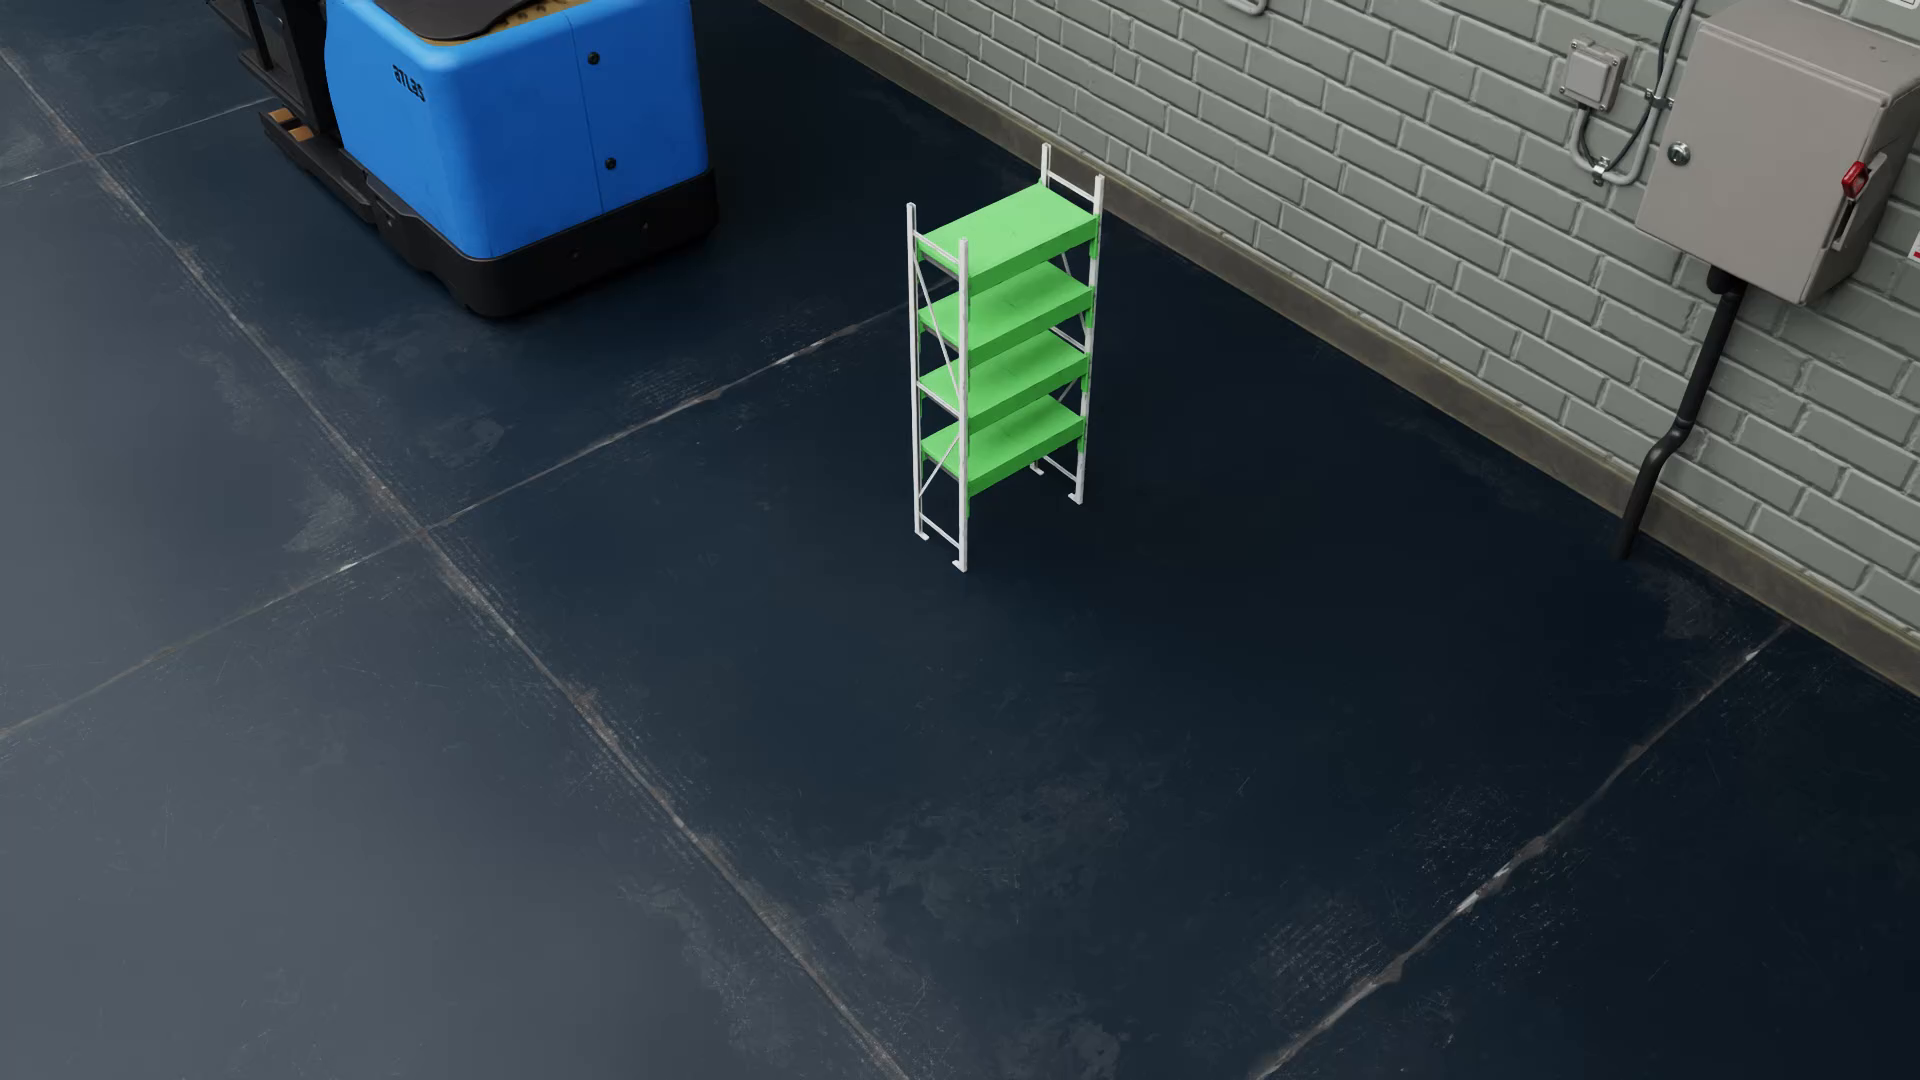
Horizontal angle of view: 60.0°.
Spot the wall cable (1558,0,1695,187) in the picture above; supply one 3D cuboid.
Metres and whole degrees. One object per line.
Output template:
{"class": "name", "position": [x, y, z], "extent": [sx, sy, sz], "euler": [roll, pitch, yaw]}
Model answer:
{"class": "wall cable", "position": [1.739, -1.819, 4.253], "extent": [0.122, 1.984, 0.588], "euler": [-30, 51, -28]}

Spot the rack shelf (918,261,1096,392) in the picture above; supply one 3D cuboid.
{"class": "rack shelf", "position": [0.127, -0.638, 4.796], "extent": [0.480, 0.148, 0.258], "euler": [-30, 51, -28]}

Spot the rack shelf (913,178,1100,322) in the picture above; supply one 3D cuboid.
{"class": "rack shelf", "position": [0.127, -0.813, 4.632], "extent": [0.480, 0.148, 0.258], "euler": [-30, 51, -28]}

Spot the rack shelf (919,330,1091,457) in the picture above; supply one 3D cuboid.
{"class": "rack shelf", "position": [0.127, -0.464, 4.960], "extent": [0.480, 0.148, 0.258], "euler": [-30, 51, -28]}

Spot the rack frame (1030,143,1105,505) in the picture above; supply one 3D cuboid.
{"class": "rack frame", "position": [0.314, -0.617, 5.031], "extent": [0.015, 1.200, 0.240], "euler": [-30, 51, -28]}

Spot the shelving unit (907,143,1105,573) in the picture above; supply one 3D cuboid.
{"class": "shelving unit", "position": [0.127, -0.510, 4.917], "extent": [0.503, 1.200, 0.258], "euler": [-30, 51, -28]}

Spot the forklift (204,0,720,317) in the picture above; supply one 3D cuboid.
{"class": "forklift", "position": [-2.274, -2.811, 6.102], "extent": [1.130, 2.935, 3.031], "euler": [-30, 51, -28]}

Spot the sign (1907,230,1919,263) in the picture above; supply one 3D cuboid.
{"class": "sign", "position": [2.532, -0.818, 3.999], "extent": [0.001, 0.494, 0.329], "euler": [-30, 51, -28]}

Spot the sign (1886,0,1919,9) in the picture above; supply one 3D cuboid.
{"class": "sign", "position": [2.179, -1.442, 3.991], "extent": [0.001, 0.242, 0.339], "euler": [-30, 51, -28]}

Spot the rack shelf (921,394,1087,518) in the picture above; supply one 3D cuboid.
{"class": "rack shelf", "position": [0.127, -0.289, 5.125], "extent": [0.480, 0.148, 0.258], "euler": [-30, 51, -28]}

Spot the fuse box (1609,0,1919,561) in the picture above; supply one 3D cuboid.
{"class": "fuse box", "position": [2.056, -0.551, 4.587], "extent": [0.414, 1.711, 0.539], "euler": [-30, 51, -28]}

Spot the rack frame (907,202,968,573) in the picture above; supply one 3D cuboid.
{"class": "rack frame", "position": [-0.060, -0.403, 4.803], "extent": [0.015, 1.200, 0.240], "euler": [-30, 51, -28]}

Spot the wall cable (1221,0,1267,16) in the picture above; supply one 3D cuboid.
{"class": "wall cable", "position": [0.820, -2.570, 5.030], "extent": [0.123, 1.953, 0.585], "euler": [-30, 51, -28]}
